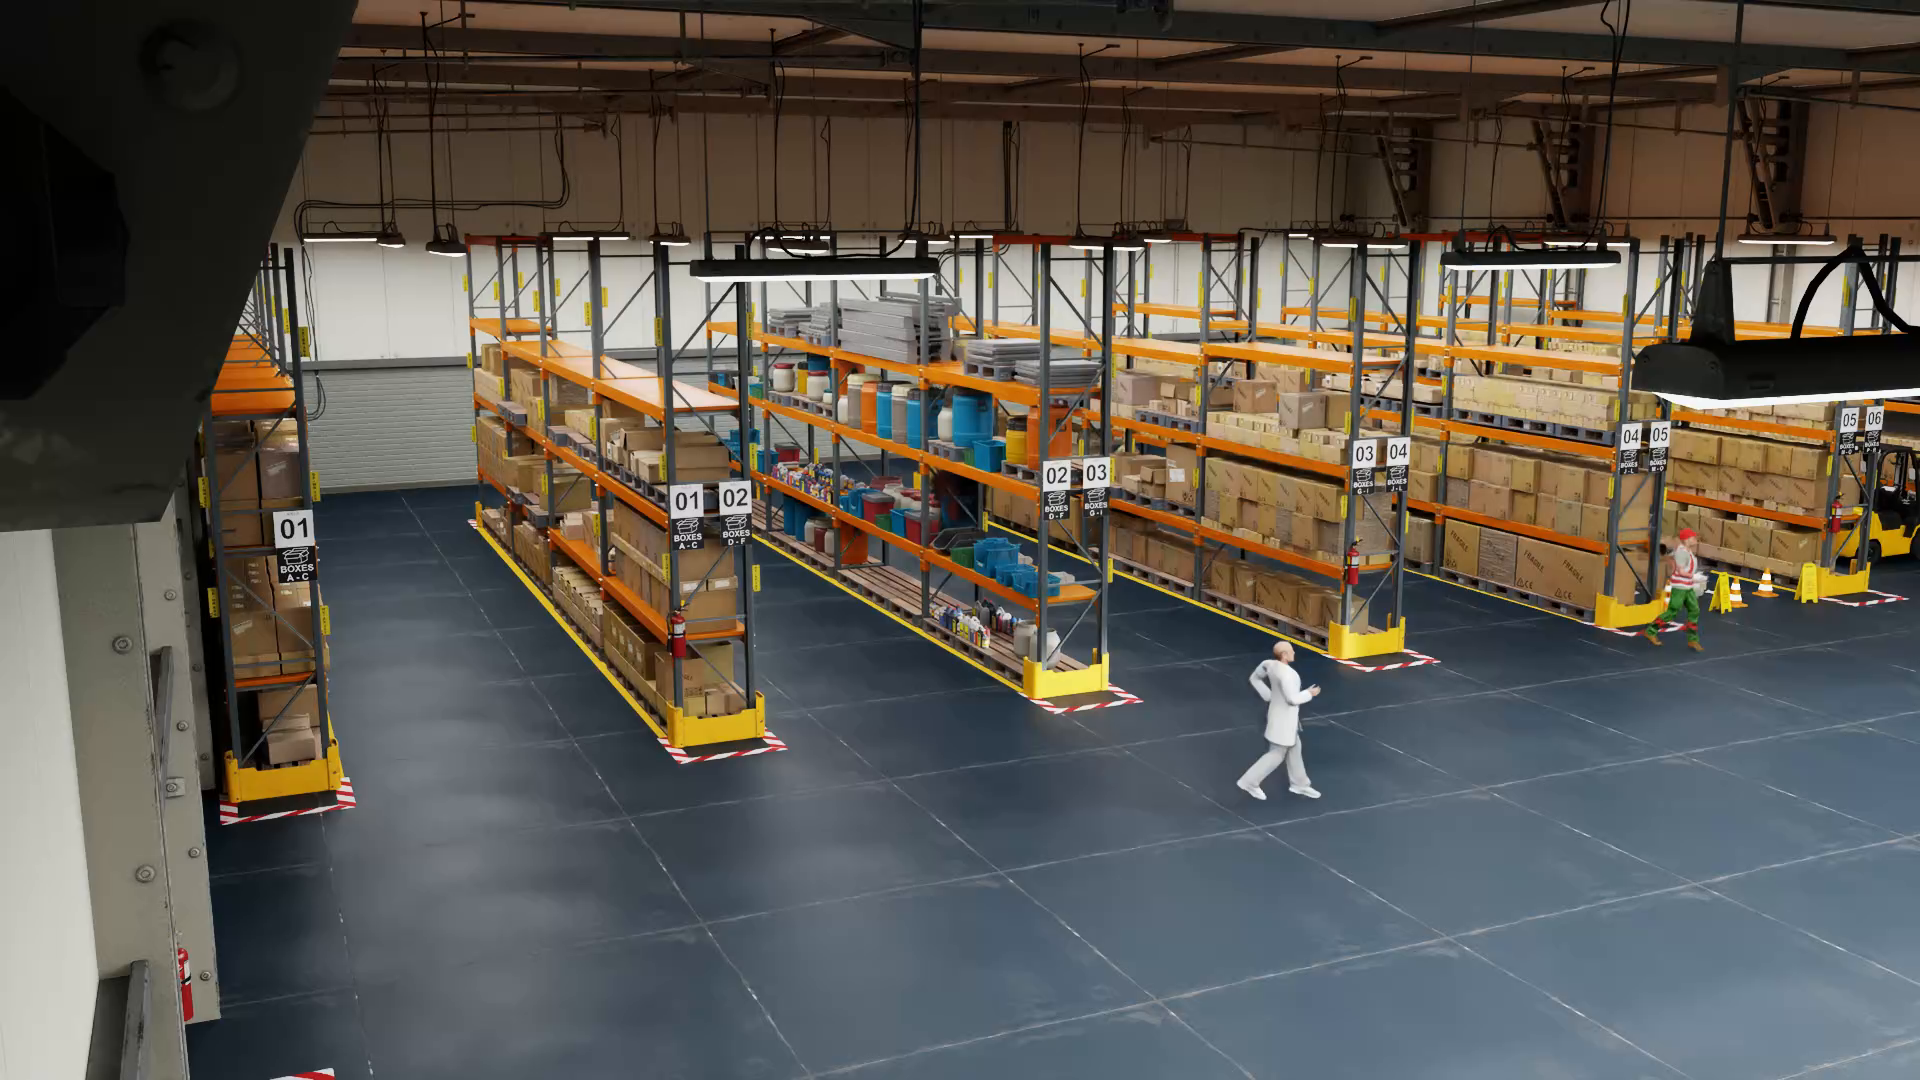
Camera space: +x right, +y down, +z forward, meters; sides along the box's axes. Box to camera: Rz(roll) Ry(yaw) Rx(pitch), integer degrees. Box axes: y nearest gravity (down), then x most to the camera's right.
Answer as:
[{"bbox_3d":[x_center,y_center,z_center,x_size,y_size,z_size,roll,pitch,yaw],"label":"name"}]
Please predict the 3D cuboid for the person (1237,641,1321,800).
[{"bbox_3d":[3.507,1.980,18.105,0.981,1.804,0.698,-1,11,-4],"label":"person"}]

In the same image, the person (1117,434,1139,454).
[{"bbox_3d":[3.744,-1.563,36.924,0.601,1.626,0.661,-3,11,-14],"label":"person"}]

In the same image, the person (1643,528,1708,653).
[{"bbox_3d":[10.683,0.733,24.674,0.877,1.844,0.697,7,13,30],"label":"person"}]
